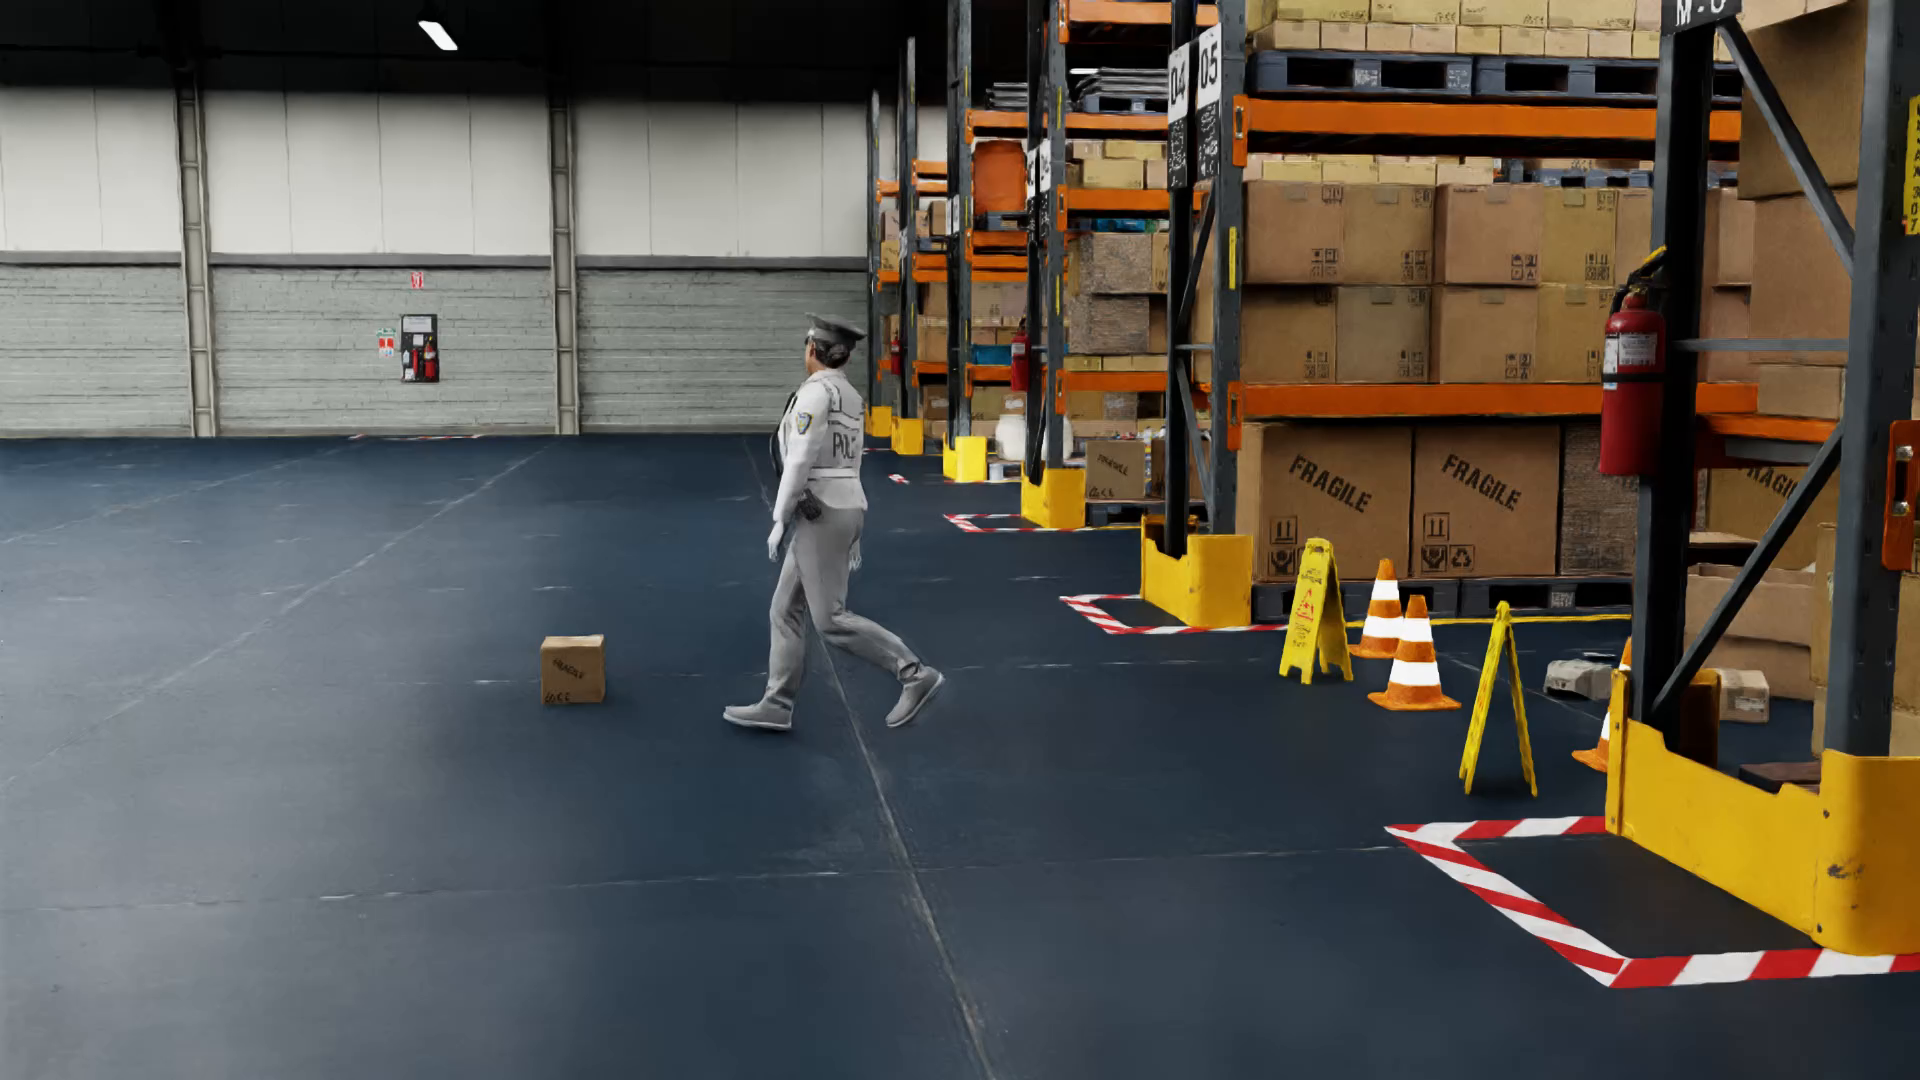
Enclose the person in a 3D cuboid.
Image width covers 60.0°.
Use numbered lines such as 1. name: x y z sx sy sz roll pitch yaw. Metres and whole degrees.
1. person: -0.478 -0.072 6.487 0.904 1.619 0.483 1 7 11
